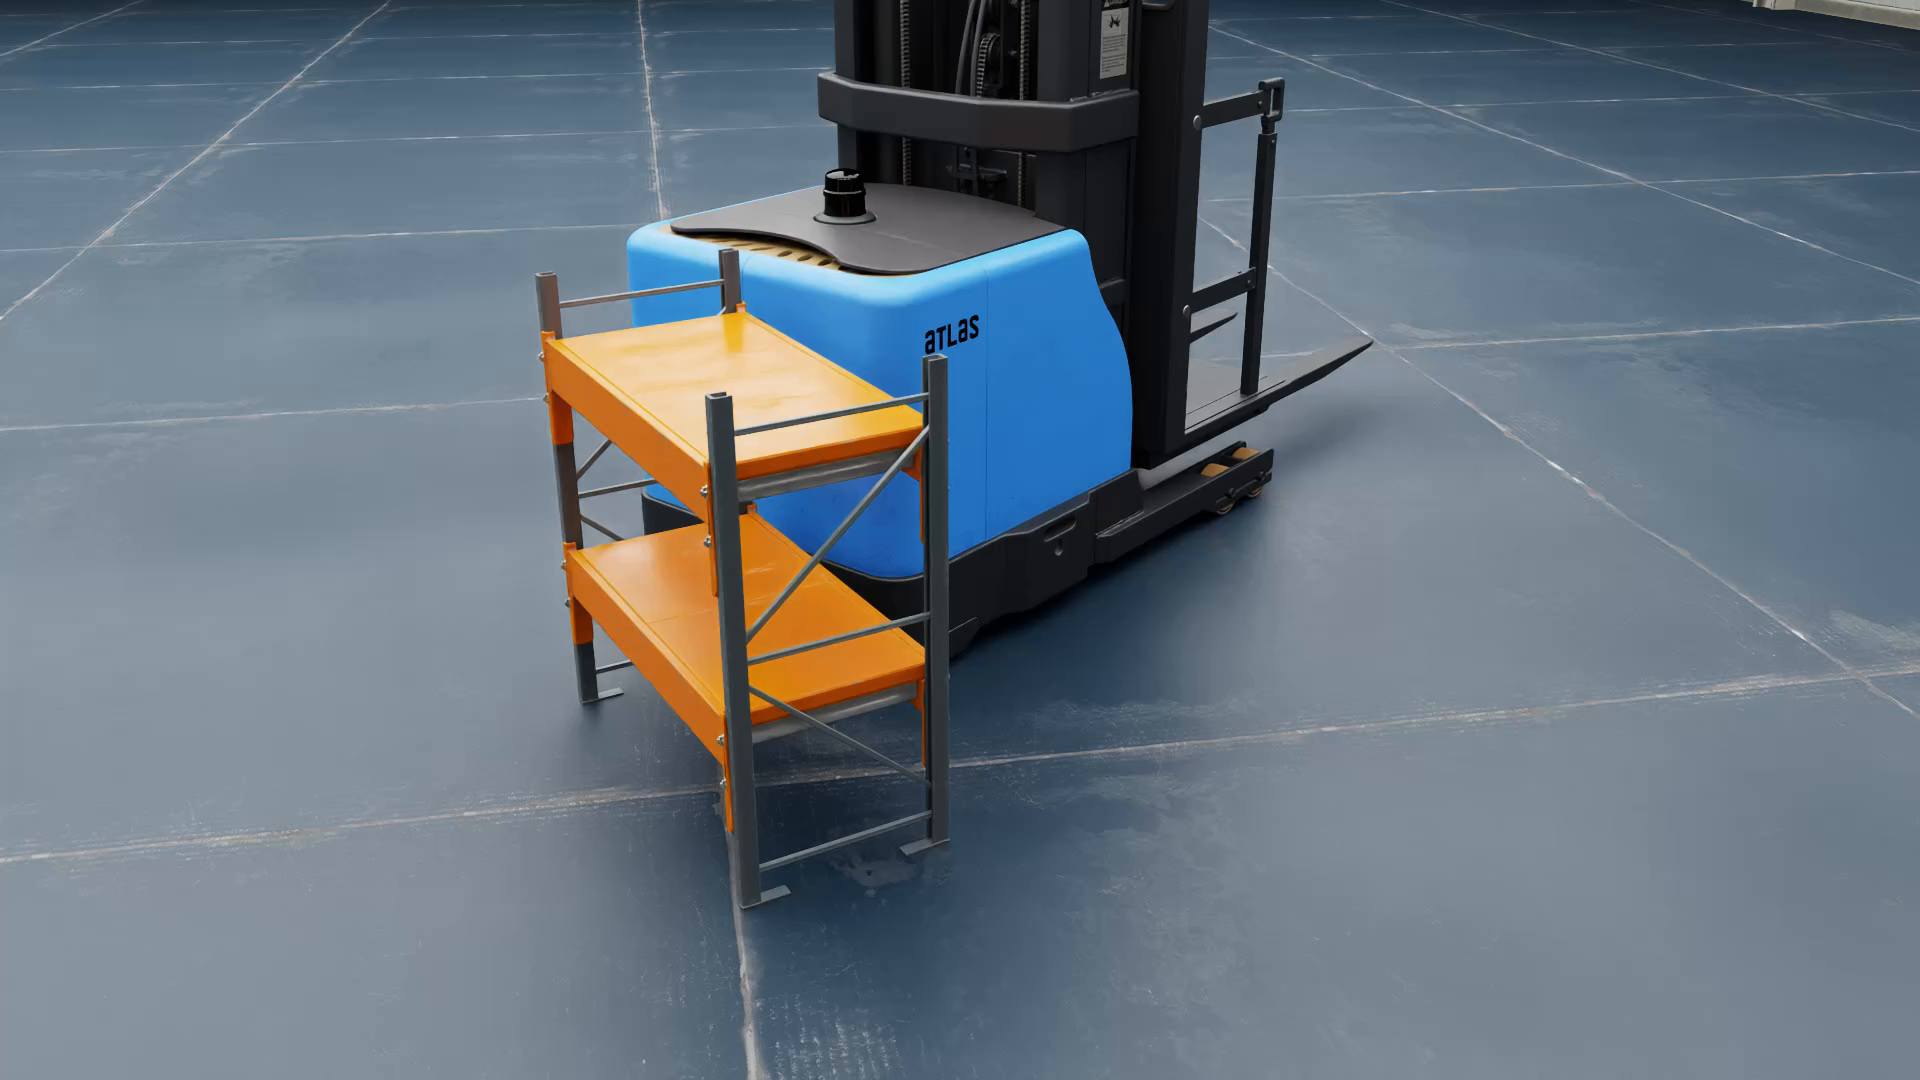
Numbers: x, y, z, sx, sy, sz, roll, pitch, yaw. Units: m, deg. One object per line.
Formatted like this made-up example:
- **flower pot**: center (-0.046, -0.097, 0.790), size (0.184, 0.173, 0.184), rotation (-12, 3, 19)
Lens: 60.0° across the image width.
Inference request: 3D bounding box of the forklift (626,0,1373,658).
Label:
- **forklift**: center (0.398, -1.538, 5.110), size (1.130, 2.935, 3.031), rotation (18, 29, 35)

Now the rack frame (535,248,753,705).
- **rack frame**: center (-0.763, -0.147, 4.182), size (0.500, 1.125, 0.032), rotation (-13, 27, -28)

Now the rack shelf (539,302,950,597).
- **rack shelf**: center (-0.504, -0.240, 3.663), size (0.538, 0.278, 1.000), rotation (-13, 27, -28)

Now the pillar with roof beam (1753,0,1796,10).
- **pillar with roof beam**: center (5.395, -10.096, 17.123), size (9.100, 9.000, 0.400), rotation (-4, 24, -10)

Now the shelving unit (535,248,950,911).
- **shelving unit**: center (-0.504, 0.028, 3.780), size (0.538, 1.125, 1.048), rotation (-13, 27, -28)

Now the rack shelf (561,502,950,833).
- **rack shelf**: center (-0.504, 0.252, 3.878), size (0.538, 0.278, 1.000), rotation (-13, 27, -28)

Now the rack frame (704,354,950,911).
- **rack frame**: center (-0.246, 0.203, 3.379), size (0.500, 1.125, 0.032), rotation (-13, 27, -28)
